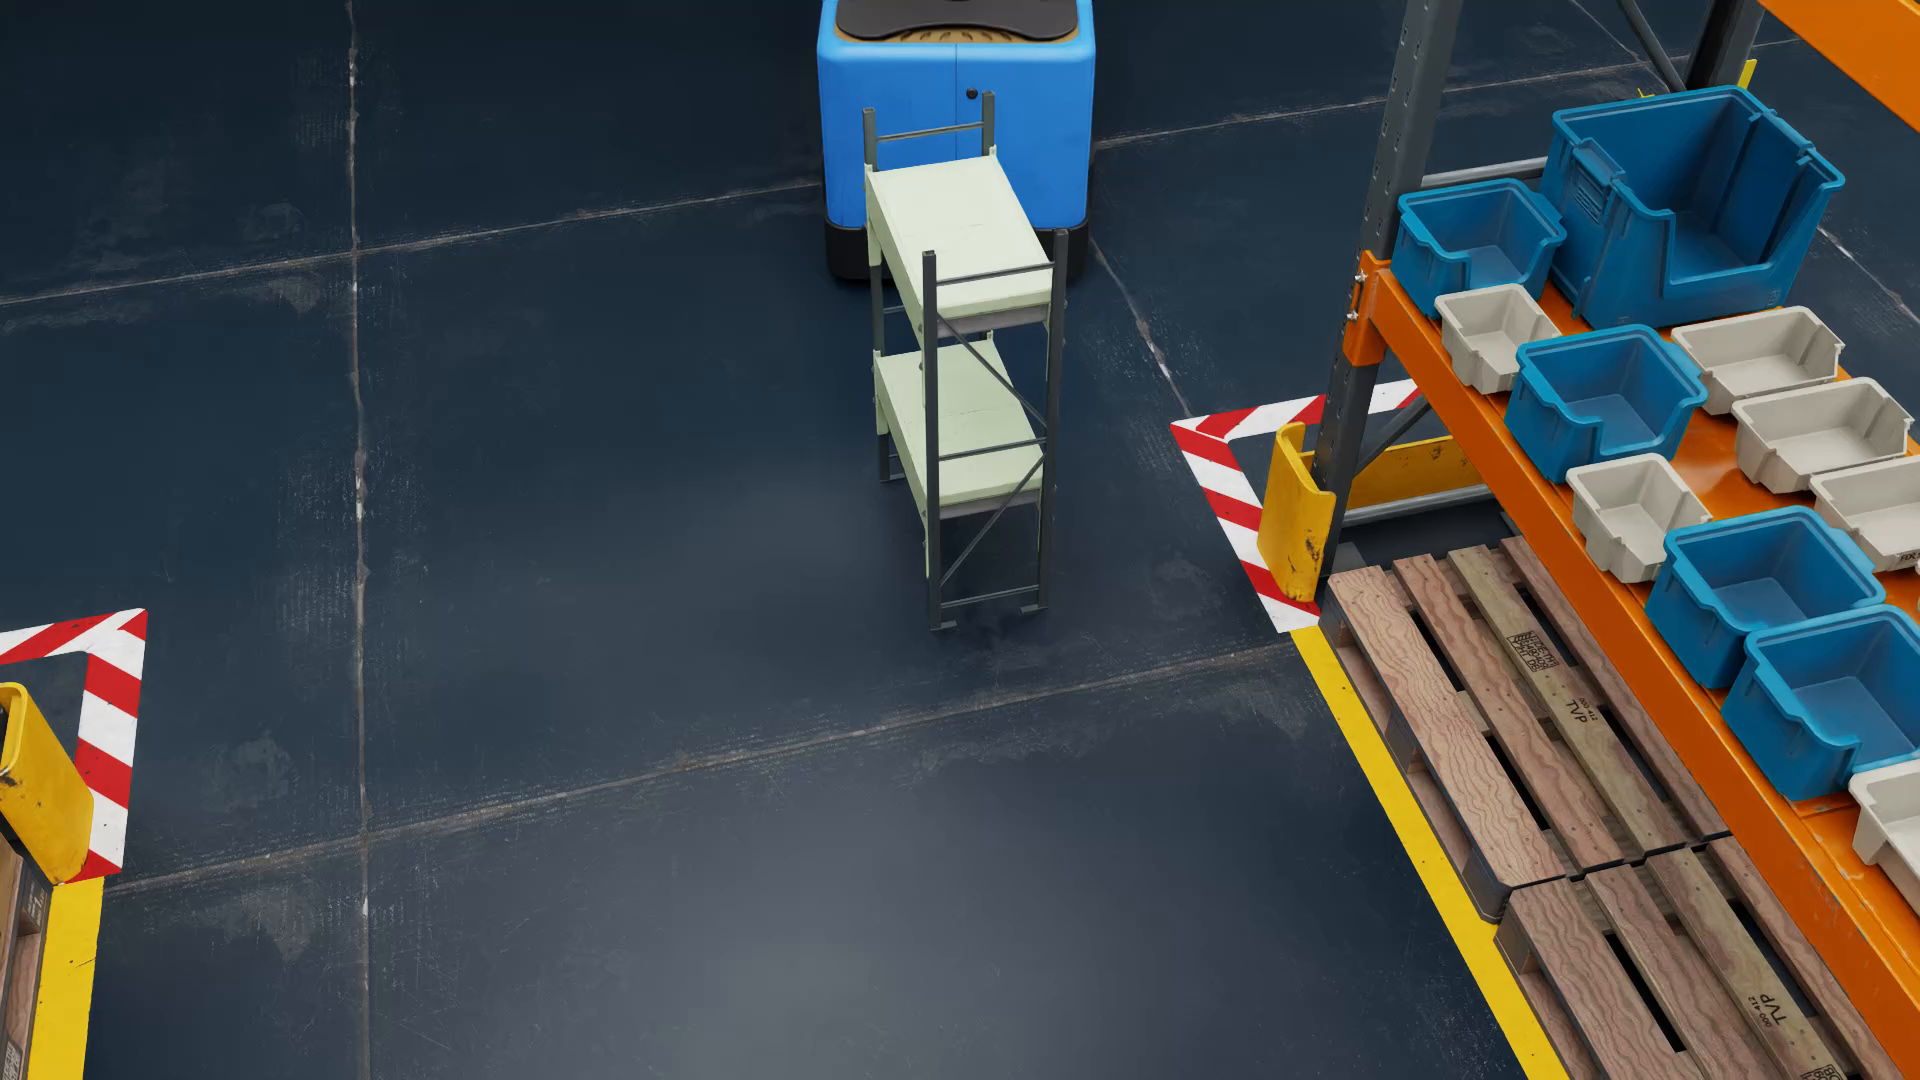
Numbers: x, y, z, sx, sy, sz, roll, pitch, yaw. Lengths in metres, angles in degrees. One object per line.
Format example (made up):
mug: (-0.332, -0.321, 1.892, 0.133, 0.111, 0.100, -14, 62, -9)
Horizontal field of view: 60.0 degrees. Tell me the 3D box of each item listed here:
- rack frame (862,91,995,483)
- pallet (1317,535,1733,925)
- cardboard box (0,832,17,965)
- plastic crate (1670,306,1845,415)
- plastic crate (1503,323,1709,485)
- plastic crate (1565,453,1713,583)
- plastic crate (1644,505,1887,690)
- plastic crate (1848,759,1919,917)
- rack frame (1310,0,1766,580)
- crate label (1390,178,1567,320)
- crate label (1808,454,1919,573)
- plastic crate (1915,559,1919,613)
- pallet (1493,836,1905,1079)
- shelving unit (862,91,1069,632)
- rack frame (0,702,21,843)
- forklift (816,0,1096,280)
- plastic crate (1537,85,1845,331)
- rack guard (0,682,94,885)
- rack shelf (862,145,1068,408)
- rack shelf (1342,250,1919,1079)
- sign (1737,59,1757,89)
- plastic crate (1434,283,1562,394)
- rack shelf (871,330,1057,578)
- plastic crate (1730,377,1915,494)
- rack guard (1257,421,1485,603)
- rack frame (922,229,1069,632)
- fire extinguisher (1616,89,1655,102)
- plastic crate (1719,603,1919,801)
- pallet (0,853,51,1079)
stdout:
rack frame: (-0.092, -0.773, 5.457, 0.400, 1.500, 0.023, -11, 47, -10)
pallet: (1.810, 0.511, 5.102, 1.003, 0.211, 1.213, -11, 47, -10)
cardboard box: (-2.776, 0.913, 4.197, 0.500, 0.500, 0.500, -11, 47, -10)
plastic crate: (2.020, -0.440, 4.224, 0.396, 0.136, 0.243, -11, 47, -10)
plastic crate: (1.550, -0.319, 4.038, 0.416, 0.233, 0.300, -11, 47, -10)
plastic crate: (1.557, -0.035, 3.827, 0.250, 0.136, 0.298, -11, 47, -10)
plastic crate: (1.718, 0.136, 3.592, 0.416, 0.233, 0.300, -11, 47, -10)
plastic crate: (1.924, 0.644, 3.161, 0.293, 0.136, 0.466, -11, 47, -10)
rack frame: (1.636, -1.042, 4.671, 1.000, 3.000, 0.127, -11, 47, -10)
crate label: (1.381, -0.773, 4.483, 0.416, 0.233, 0.303, -11, 47, -10)
crate label: (2.175, -0.050, 3.841, 0.396, 0.136, 0.243, -11, 47, -10)
plastic crate: (2.269, 0.151, 3.644, 0.298, 0.136, 0.250, -11, 47, -10)
pallet: (2.119, 1.351, 4.278, 1.003, 0.211, 1.213, -11, 47, -10)
shelving unit: (0.002, -0.520, 5.210, 0.431, 1.500, 0.755, -11, 47, -10)
rack frame: (-3.153, -0.139, 3.786, 1.000, 3.000, 0.127, -11, 47, -10)
forklift: (-0.001, -3.101, 6.737, 1.130, 2.935, 3.031, 0, 46, 0)
plastic crate: (1.903, -0.878, 4.443, 0.616, 0.435, 0.499, -11, 47, -10)
rack guard: (-3.134, 0.789, 4.627, 1.175, 0.500, 0.348, -11, 47, -10)
rack shelf: (0.002, -0.793, 4.931, 0.431, 0.370, 0.720, -11, 47, -10)
rack shelf: (2.148, 0.591, 3.574, 1.077, 0.370, 4.000, -11, 47, -10)
sign: (2.164, -1.211, 4.722, 0.100, 0.325, 0.005, -11, 47, -10)
plastic crate: (1.383, -0.503, 4.285, 0.250, 0.136, 0.298, -11, 47, -10)
rack shelf: (0.002, -0.292, 5.443, 0.431, 0.370, 0.720, -11, 47, -10)
plastic crate: (2.080, -0.238, 4.025, 0.396, 0.136, 0.243, -11, 47, -10)
rack guard: (1.618, -0.181, 5.577, 1.175, 0.500, 0.348, -11, 47, -10)
rack frame: (0.095, -0.268, 4.962, 0.400, 1.500, 0.023, -11, 47, -10)
fire extinguisher: (2.037, -1.071, 5.015, 0.296, 0.674, 0.183, -11, 47, -10)
plastic crate: (1.795, 0.343, 3.389, 0.416, 0.233, 0.300, -11, 47, -10)
pallet: (-2.929, 1.440, 4.191, 1.003, 0.211, 1.213, -11, 47, -10)
